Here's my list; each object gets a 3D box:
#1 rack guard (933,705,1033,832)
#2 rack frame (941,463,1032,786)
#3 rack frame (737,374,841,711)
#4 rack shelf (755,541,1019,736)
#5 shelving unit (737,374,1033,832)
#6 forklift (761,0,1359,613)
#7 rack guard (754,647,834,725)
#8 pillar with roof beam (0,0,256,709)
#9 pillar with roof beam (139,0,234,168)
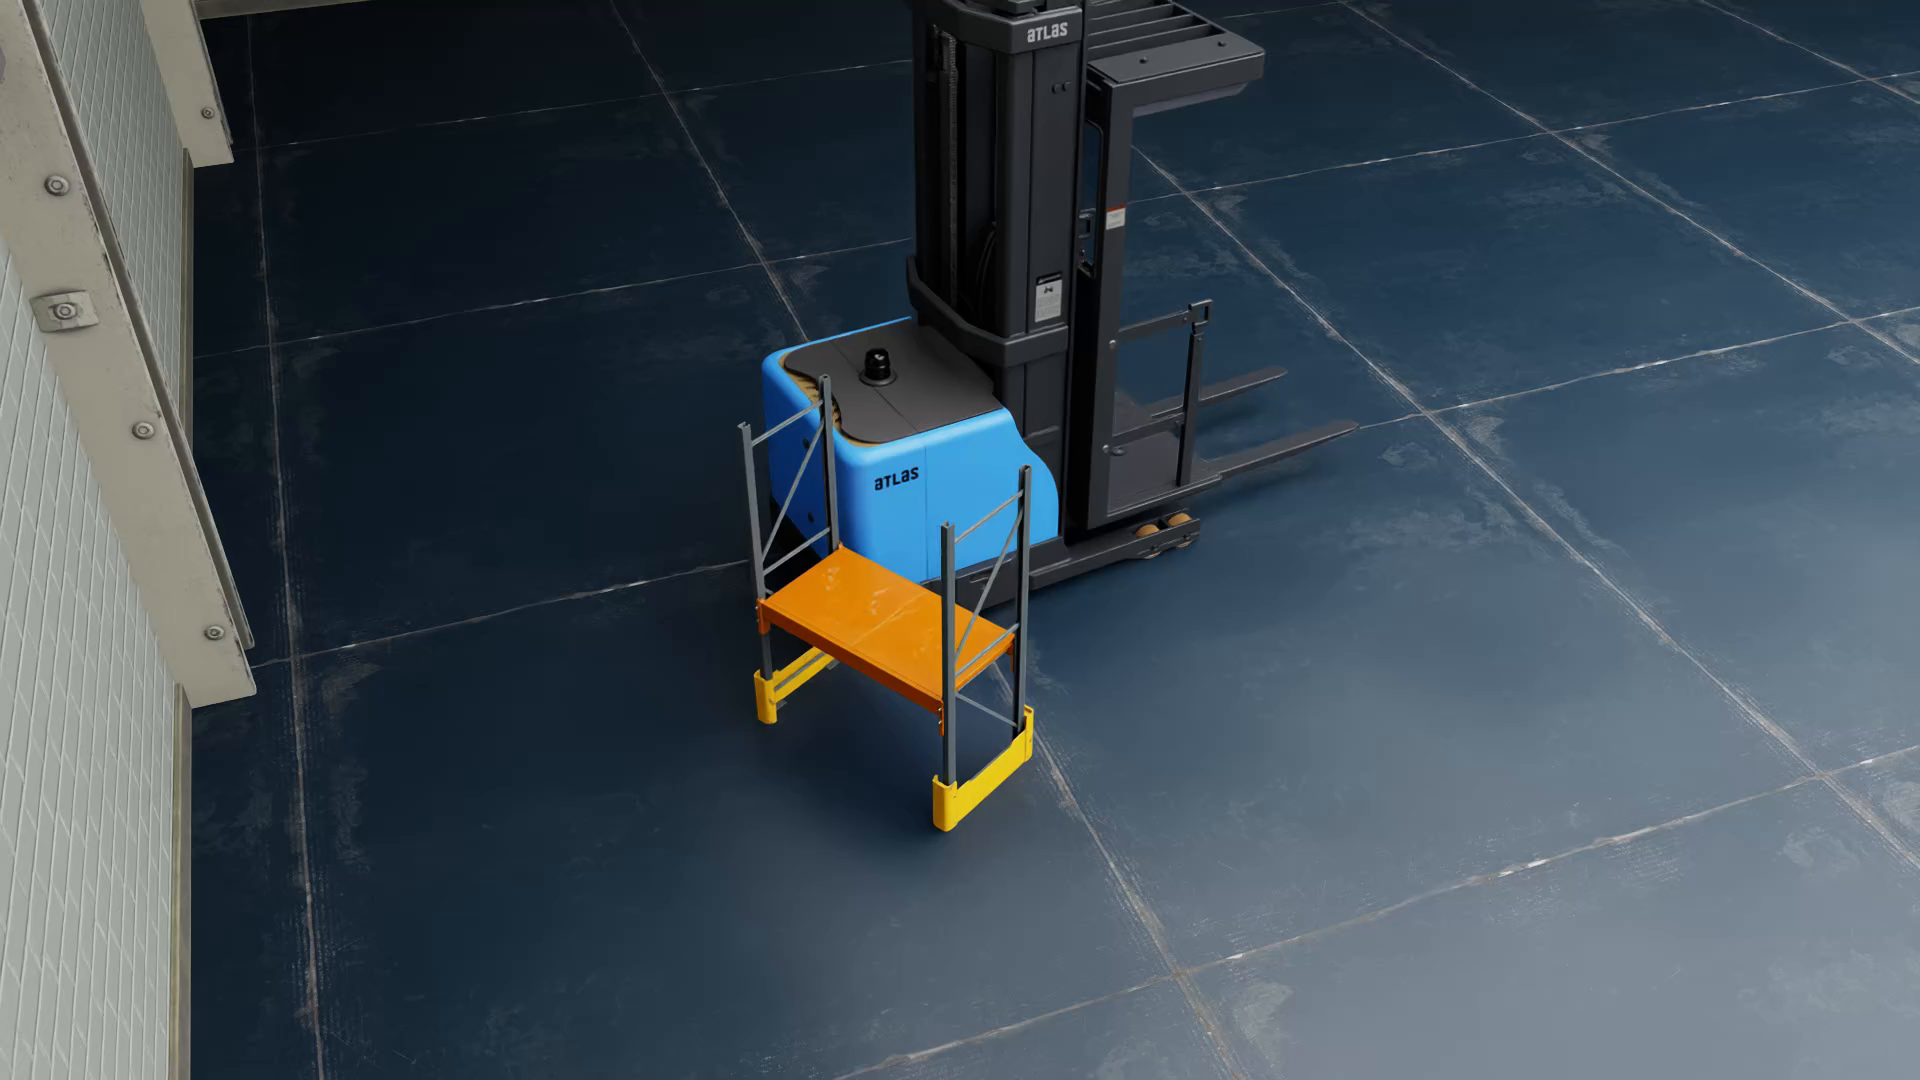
[{"bbox_3d":[0.099,0.934,6.863,0.087,0.250,0.587,26,44,30],"label":"rack guard"},{"bbox_3d":[0.100,0.435,6.486,0.032,1.500,0.500,26,44,30],"label":"rack frame"},{"bbox_3d":[-0.691,0.051,6.996,0.032,1.500,0.500,26,44,30],"label":"rack frame"},{"bbox_3d":[-0.296,0.387,6.849,1.000,0.185,0.538,26,44,30],"label":"rack shelf"},{"bbox_3d":[-0.289,0.247,6.736,1.083,1.500,0.587,26,44,30],"label":"shelving unit"},{"bbox_3d":[0.613,-1.340,7.653,3.031,2.935,1.130,-18,41,-22],"label":"forklift"},{"bbox_3d":[-0.676,0.558,7.362,0.087,0.250,0.587,26,44,30],"label":"rack guard"},{"bbox_3d":[0.698,-3.880,5.981,9.100,9.000,0.400,-12,39,-16],"label":"pillar with roof beam"},{"bbox_3d":[-1.367,-7.269,10.481,9.100,9.000,0.400,-12,39,-16],"label":"pillar with roof beam"}]
